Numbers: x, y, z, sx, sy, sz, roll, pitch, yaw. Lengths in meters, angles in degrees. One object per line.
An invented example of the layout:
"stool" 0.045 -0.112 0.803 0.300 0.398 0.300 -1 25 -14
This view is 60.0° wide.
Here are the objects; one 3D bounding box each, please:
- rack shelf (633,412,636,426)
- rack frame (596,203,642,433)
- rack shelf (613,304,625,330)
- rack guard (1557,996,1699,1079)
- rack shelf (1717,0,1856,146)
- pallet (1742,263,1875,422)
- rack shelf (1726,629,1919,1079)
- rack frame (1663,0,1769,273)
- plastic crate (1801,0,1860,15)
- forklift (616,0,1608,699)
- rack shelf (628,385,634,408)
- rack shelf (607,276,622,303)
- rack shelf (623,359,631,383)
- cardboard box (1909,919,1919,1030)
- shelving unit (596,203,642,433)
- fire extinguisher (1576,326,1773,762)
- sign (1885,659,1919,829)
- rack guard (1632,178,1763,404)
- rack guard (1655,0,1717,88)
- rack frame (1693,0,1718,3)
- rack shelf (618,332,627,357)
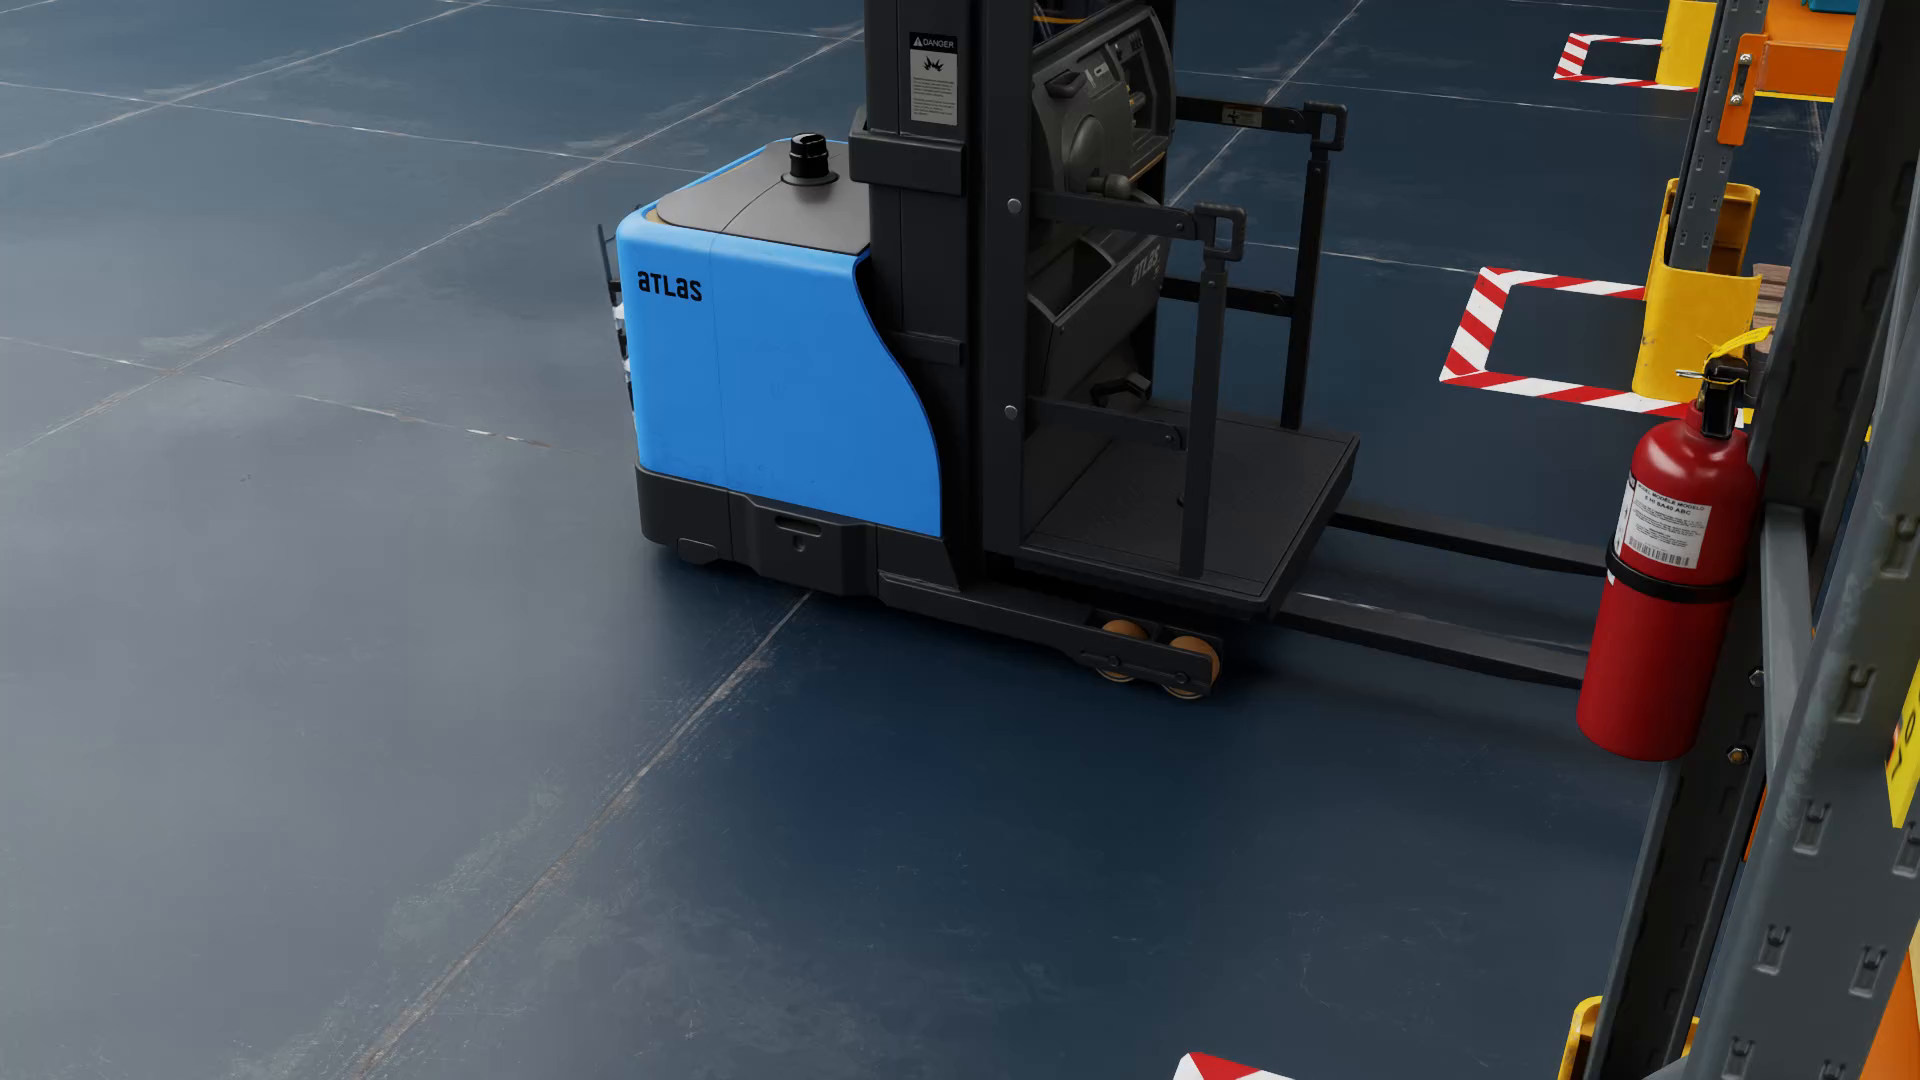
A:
"rack shelf" -0.923 -0.428 5.506 0.200 0.077 0.258 7 30 24
"rack frame" -1.035 -0.629 5.451 0.006 0.900 0.240 7 30 24
"rack shelf" -0.956 -0.747 5.343 0.200 0.077 0.258 7 30 24
"rack guard" 1.004 1.288 2.463 0.348 0.500 1.175 11 31 19
"rack shelf" 4.649 -1.389 5.391 4.000 0.370 1.077 11 31 19
"pallet" 3.635 -0.713 6.298 1.213 0.211 1.003 11 31 19
"rack shelf" 2.787 0.869 1.395 4.000 0.370 1.077 11 31 19
"rack frame" 2.796 -2.073 5.869 0.127 3.000 1.000 11 31 19
"plastic crate" 3.372 -2.052 5.983 0.616 0.251 0.499 11 31 19
"forklift" 0.572 -1.145 4.297 3.031 2.935 1.130 13 32 22
"rack shelf" -0.932 -0.508 5.465 0.200 0.077 0.258 7 30 24
"rack shelf" -0.964 -0.827 5.302 0.200 0.077 0.258 7 30 24
"rack shelf" -0.940 -0.587 5.425 0.200 0.077 0.258 7 30 24
"cardboard box" 1.108 0.457 1.649 0.250 0.149 0.380 11 31 19
"shelving unit" -0.943 -0.617 5.410 0.210 0.900 0.258 7 30 24
"fire extinguisher" 1.001 -0.012 2.301 0.183 0.674 0.296 11 31 19
"sign" 0.730 0.056 1.222 0.005 0.325 0.100 11 31 19
"rack guard" 2.884 -0.992 6.497 0.348 0.500 1.175 11 31 19
"rack guard" 4.640 -3.247 10.486 0.348 0.500 1.175 11 31 19
"rack frame" 4.662 -4.330 9.863 0.127 3.000 1.000 11 31 19
"rack shelf" -0.948 -0.667 5.384 0.200 0.077 0.258 7 30 24
